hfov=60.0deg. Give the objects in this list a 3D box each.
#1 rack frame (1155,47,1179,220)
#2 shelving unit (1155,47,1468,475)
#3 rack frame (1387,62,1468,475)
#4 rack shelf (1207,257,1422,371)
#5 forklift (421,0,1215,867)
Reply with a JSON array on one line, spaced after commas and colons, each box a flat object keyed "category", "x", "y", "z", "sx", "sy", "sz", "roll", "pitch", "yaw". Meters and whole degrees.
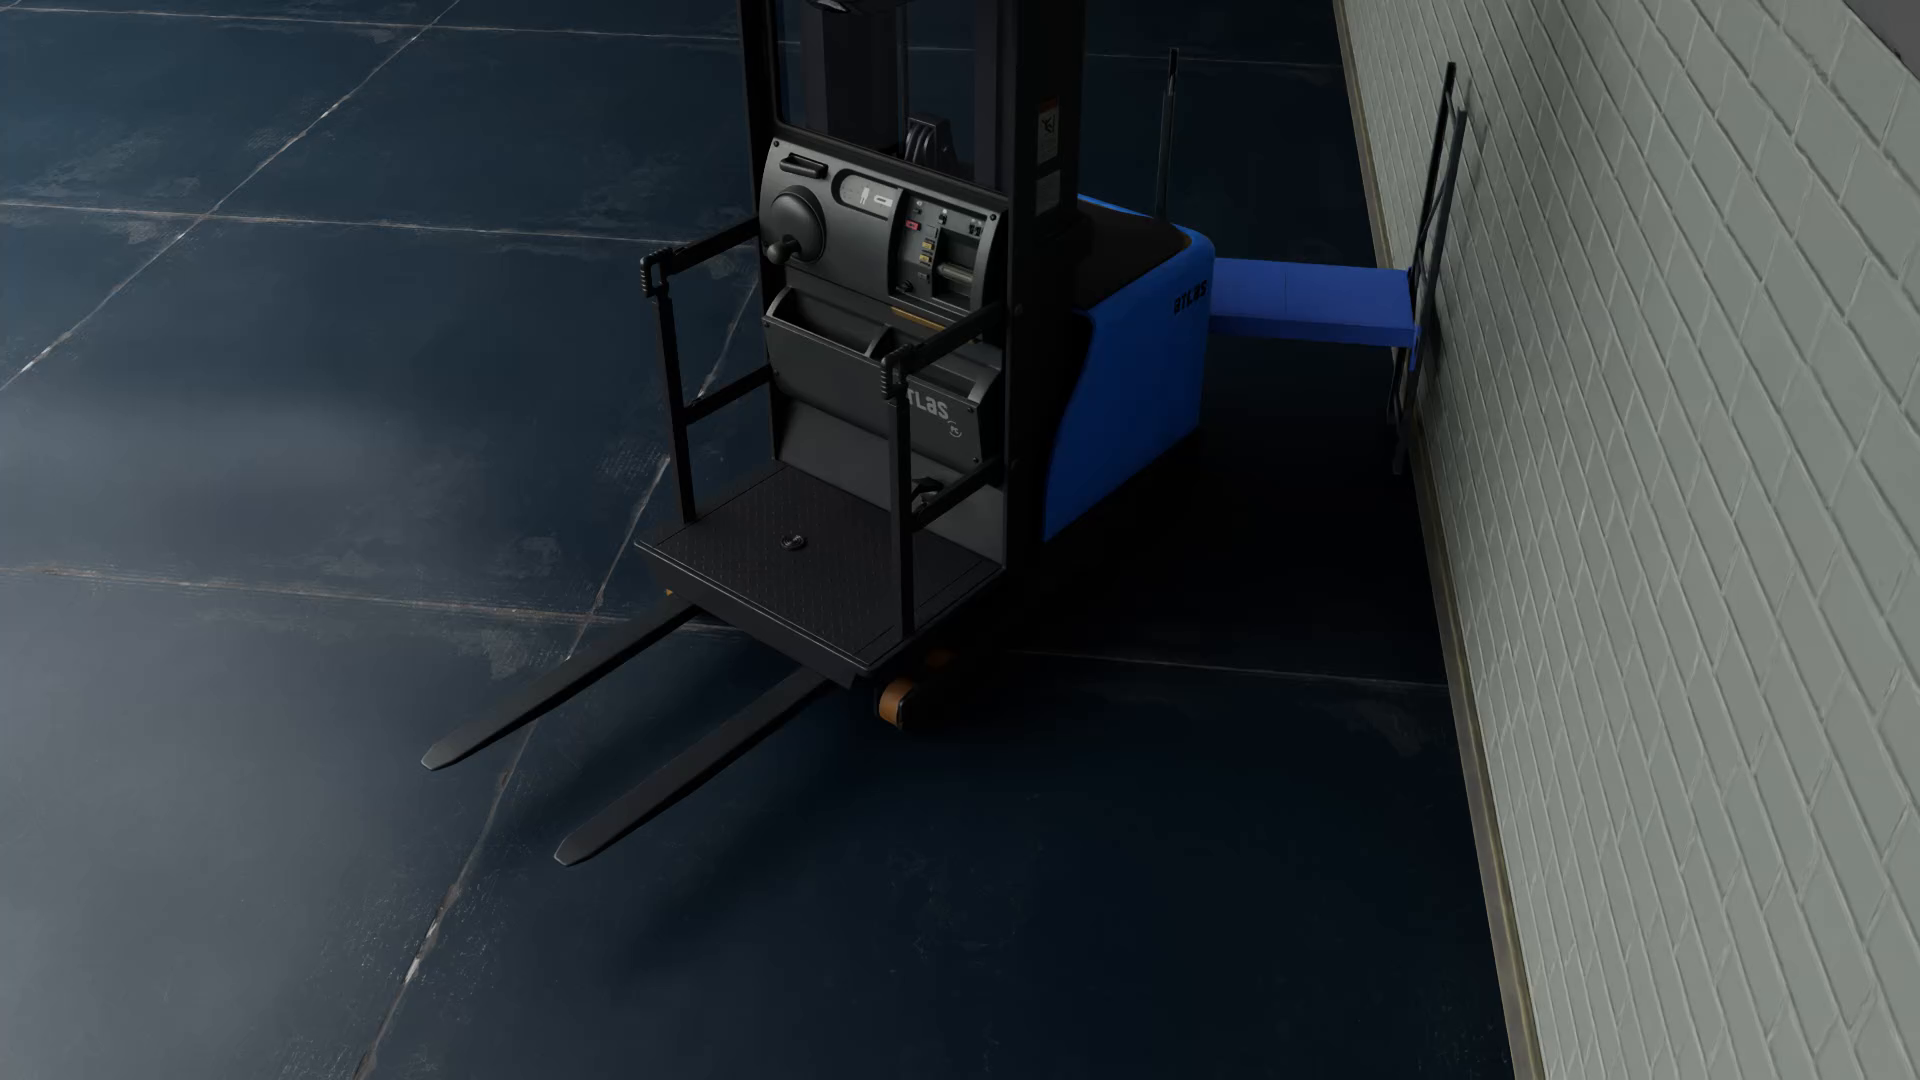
[{"category": "rack frame", "x": 0.773, "y": -1.103, "z": 6.504, "sx": 0.032, "sy": 1.500, "sz": 0.500, "roll": 5, "pitch": 36, "yaw": 7}, {"category": "shelving unit", "x": 1.275, "y": -1.057, "z": 6.441, "sx": 1.048, "sy": 1.500, "sz": 0.538, "roll": 5, "pitch": 36, "yaw": 7}, {"category": "rack frame", "x": 1.777, "y": -1.012, "z": 6.377, "sx": 0.032, "sy": 1.500, "sz": 0.500, "roll": 5, "pitch": 36, "yaw": 7}, {"category": "rack shelf", "x": 1.275, "y": -0.911, "z": 6.545, "sx": 1.000, "sy": 0.185, "sz": 0.538, "roll": 5, "pitch": 36, "yaw": 7}, {"category": "forklift", "x": -0.393, "y": -0.912, "z": 5.005, "sx": 1.130, "sy": 2.935, "sz": 3.031, "roll": 25, "pitch": 43, "yaw": 31}]
